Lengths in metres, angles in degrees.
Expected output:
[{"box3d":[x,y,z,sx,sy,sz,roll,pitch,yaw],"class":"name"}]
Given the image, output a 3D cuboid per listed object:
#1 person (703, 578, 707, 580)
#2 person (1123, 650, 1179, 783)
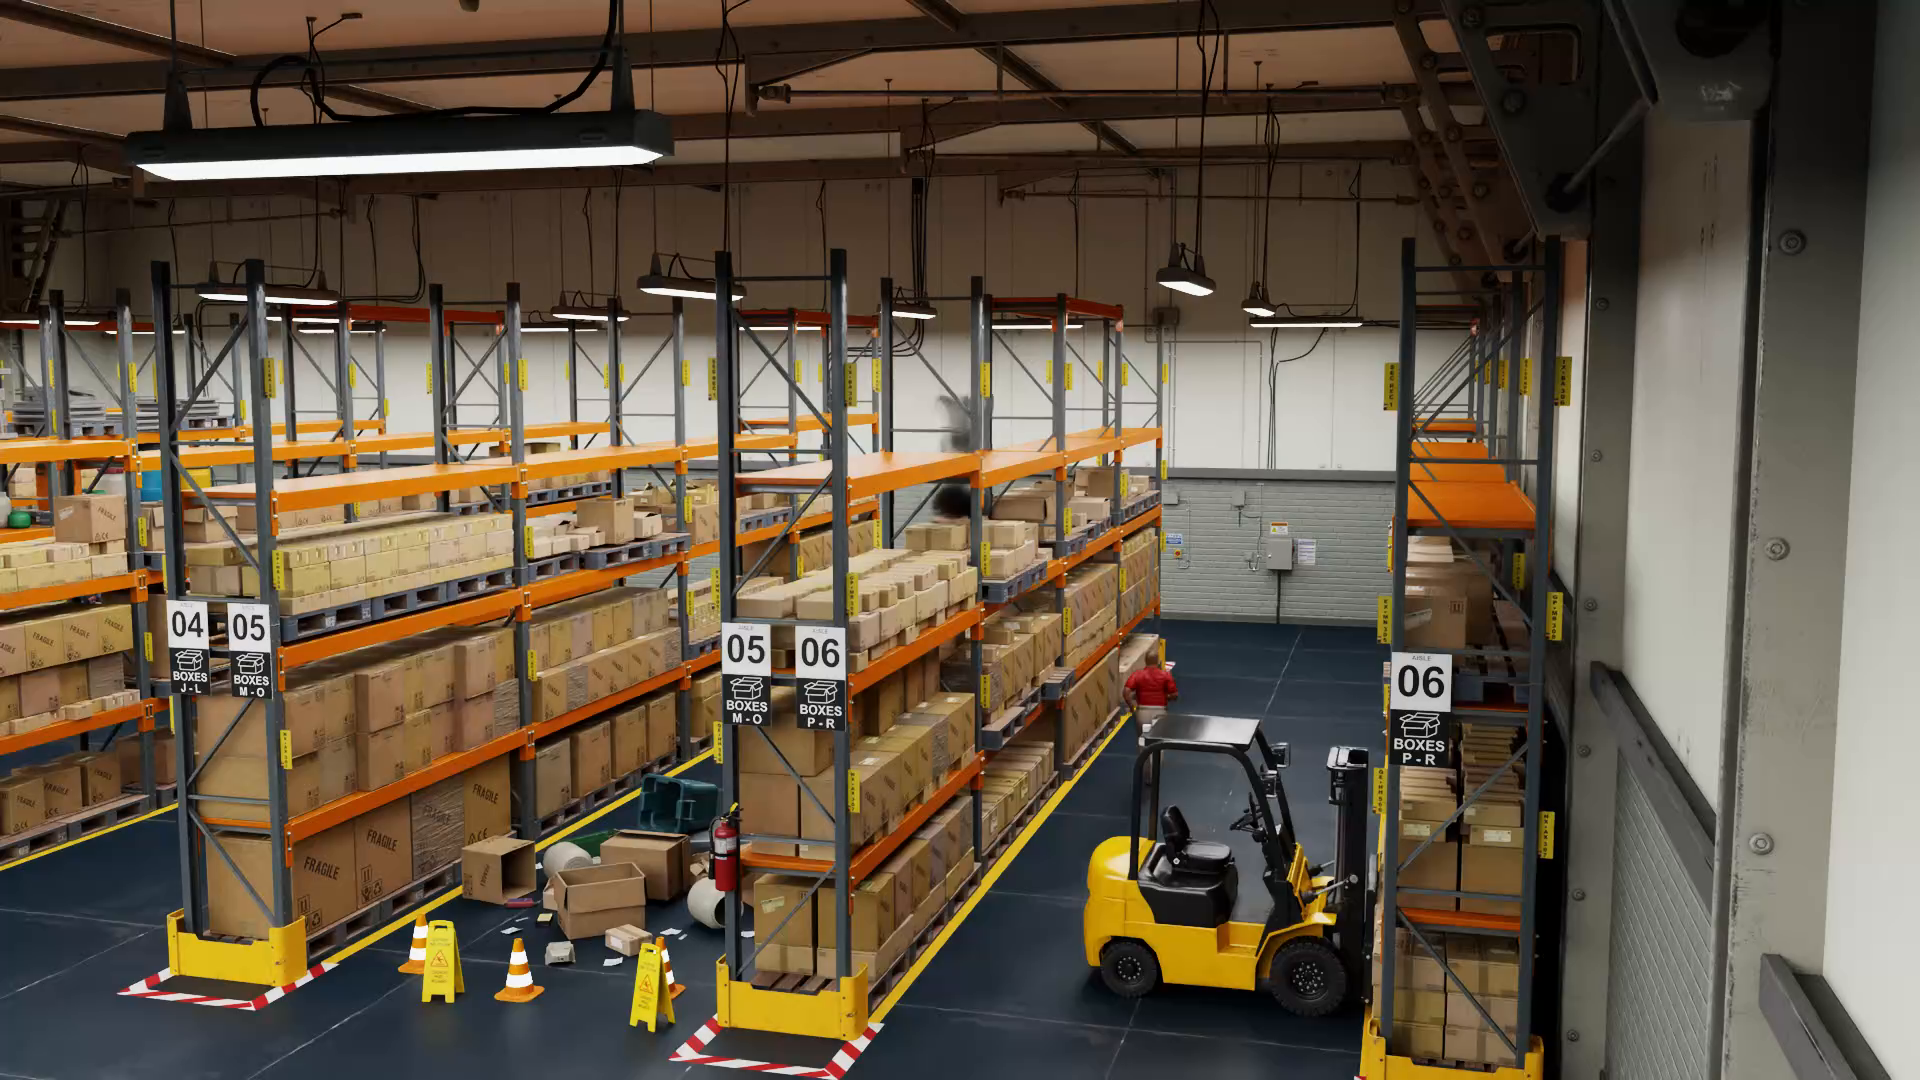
[{"box3d":[-4.110,1.425,28.258,0.595,1.608,0.834,3,7,27],"class":"person"},{"box3d":[2.322,2.207,20.274,0.672,1.738,0.813,1,6,9],"class":"person"}]
